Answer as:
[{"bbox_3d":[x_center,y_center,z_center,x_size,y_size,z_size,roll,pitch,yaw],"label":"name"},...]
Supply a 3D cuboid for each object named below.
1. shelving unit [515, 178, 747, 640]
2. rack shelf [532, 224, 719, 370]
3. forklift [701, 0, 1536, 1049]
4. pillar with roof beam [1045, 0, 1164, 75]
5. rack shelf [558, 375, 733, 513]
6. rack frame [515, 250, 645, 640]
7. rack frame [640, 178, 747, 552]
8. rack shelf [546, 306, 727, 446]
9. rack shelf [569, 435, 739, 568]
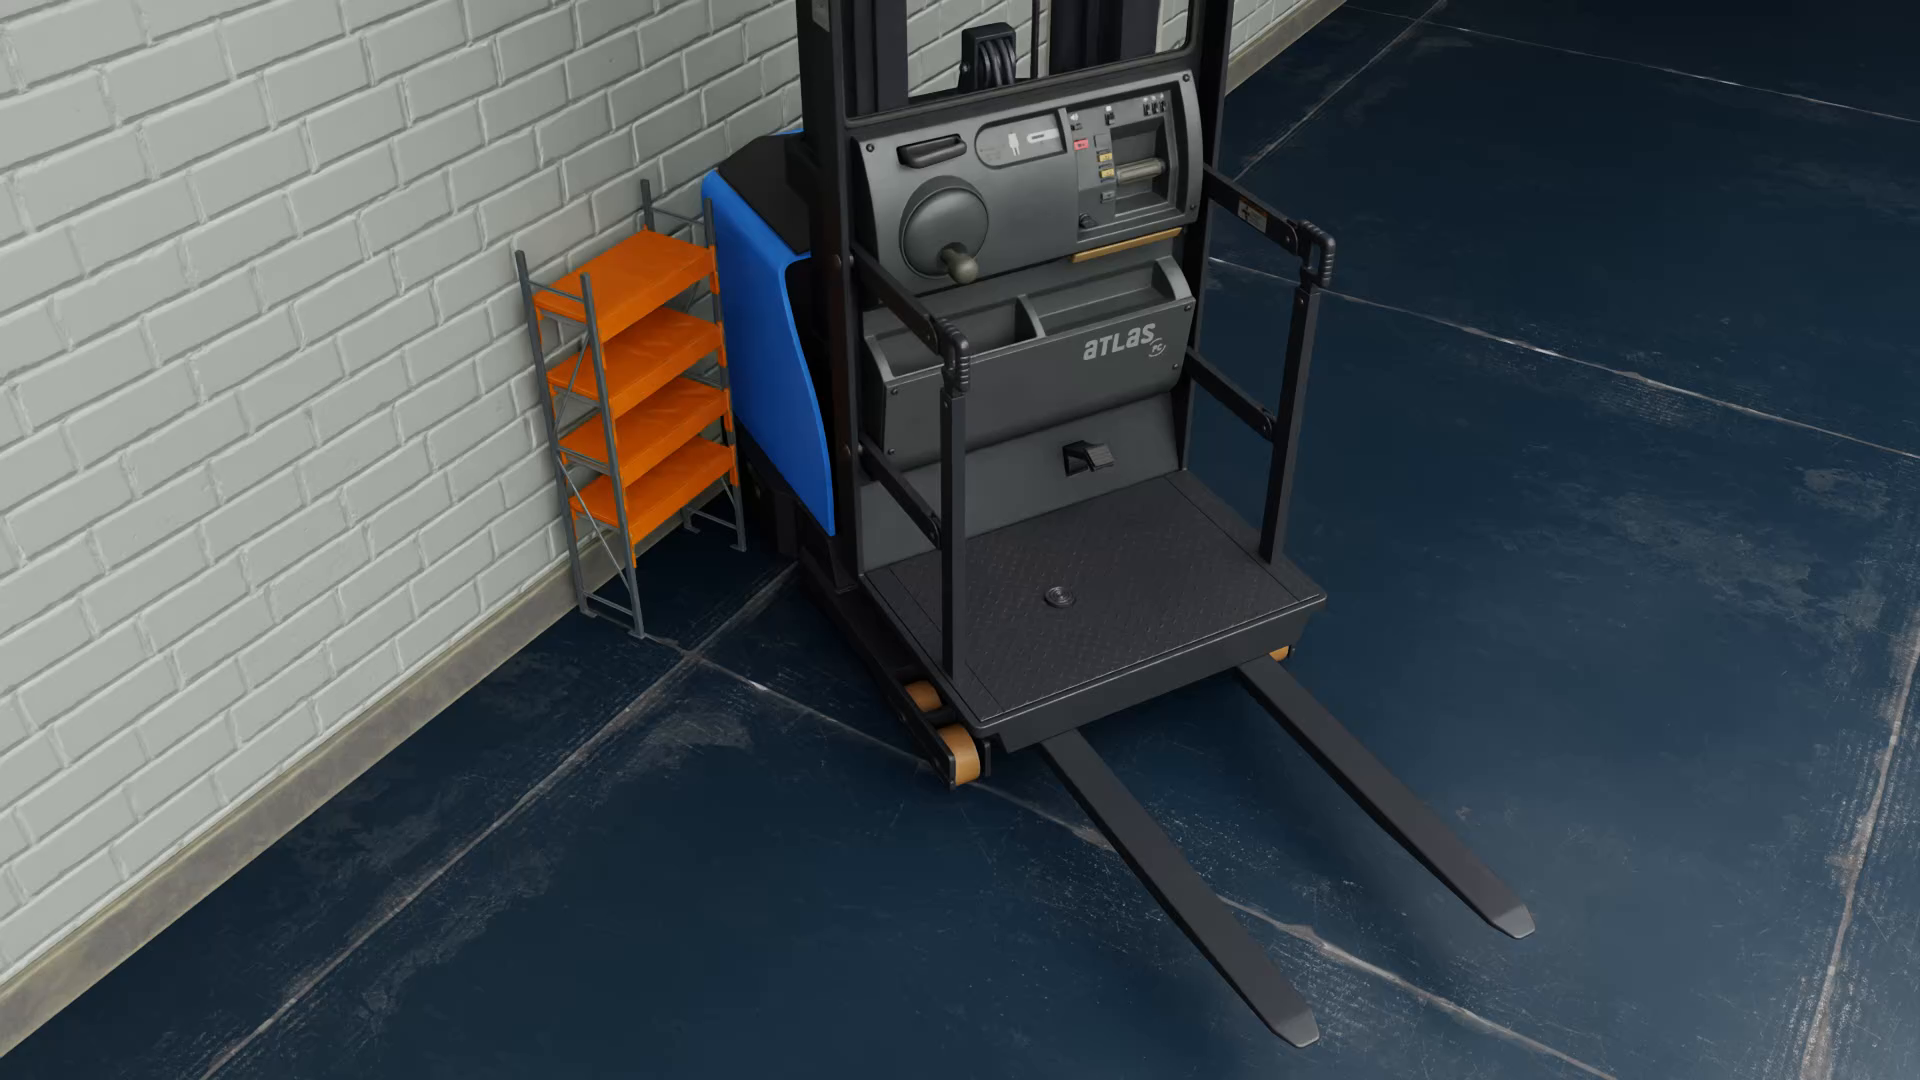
[{"bbox_3d":[-0.901,-0.351,4.723,0.258,1.200,0.503,21,42,25],"label":"shelving unit"},{"bbox_3d":[-0.901,-0.662,4.483,0.258,0.148,0.480,21,42,25],"label":"rack shelf"},{"bbox_3d":[0.293,-0.826,3.920,1.130,2.935,3.031,-18,41,-22],"label":"forklift"},{"bbox_3d":[4.195,-3.473,2.384,9.100,9.000,0.400,21,42,25],"label":"pillar with roof beam"},{"bbox_3d":[-0.901,-0.298,4.764,0.258,0.148,0.480,21,42,25],"label":"rack shelf"},{"bbox_3d":[-1.030,-0.224,4.558,0.240,1.200,0.015,21,42,25],"label":"rack frame"},{"bbox_3d":[-0.773,-0.478,4.887,0.240,1.200,0.015,21,42,25],"label":"rack frame"},{"bbox_3d":[-0.901,-0.475,4.627,0.258,0.148,0.480,21,42,25],"label":"rack shelf"},{"bbox_3d":[-0.901,-0.141,4.885,0.258,0.148,0.480,21,42,25],"label":"rack shelf"}]
